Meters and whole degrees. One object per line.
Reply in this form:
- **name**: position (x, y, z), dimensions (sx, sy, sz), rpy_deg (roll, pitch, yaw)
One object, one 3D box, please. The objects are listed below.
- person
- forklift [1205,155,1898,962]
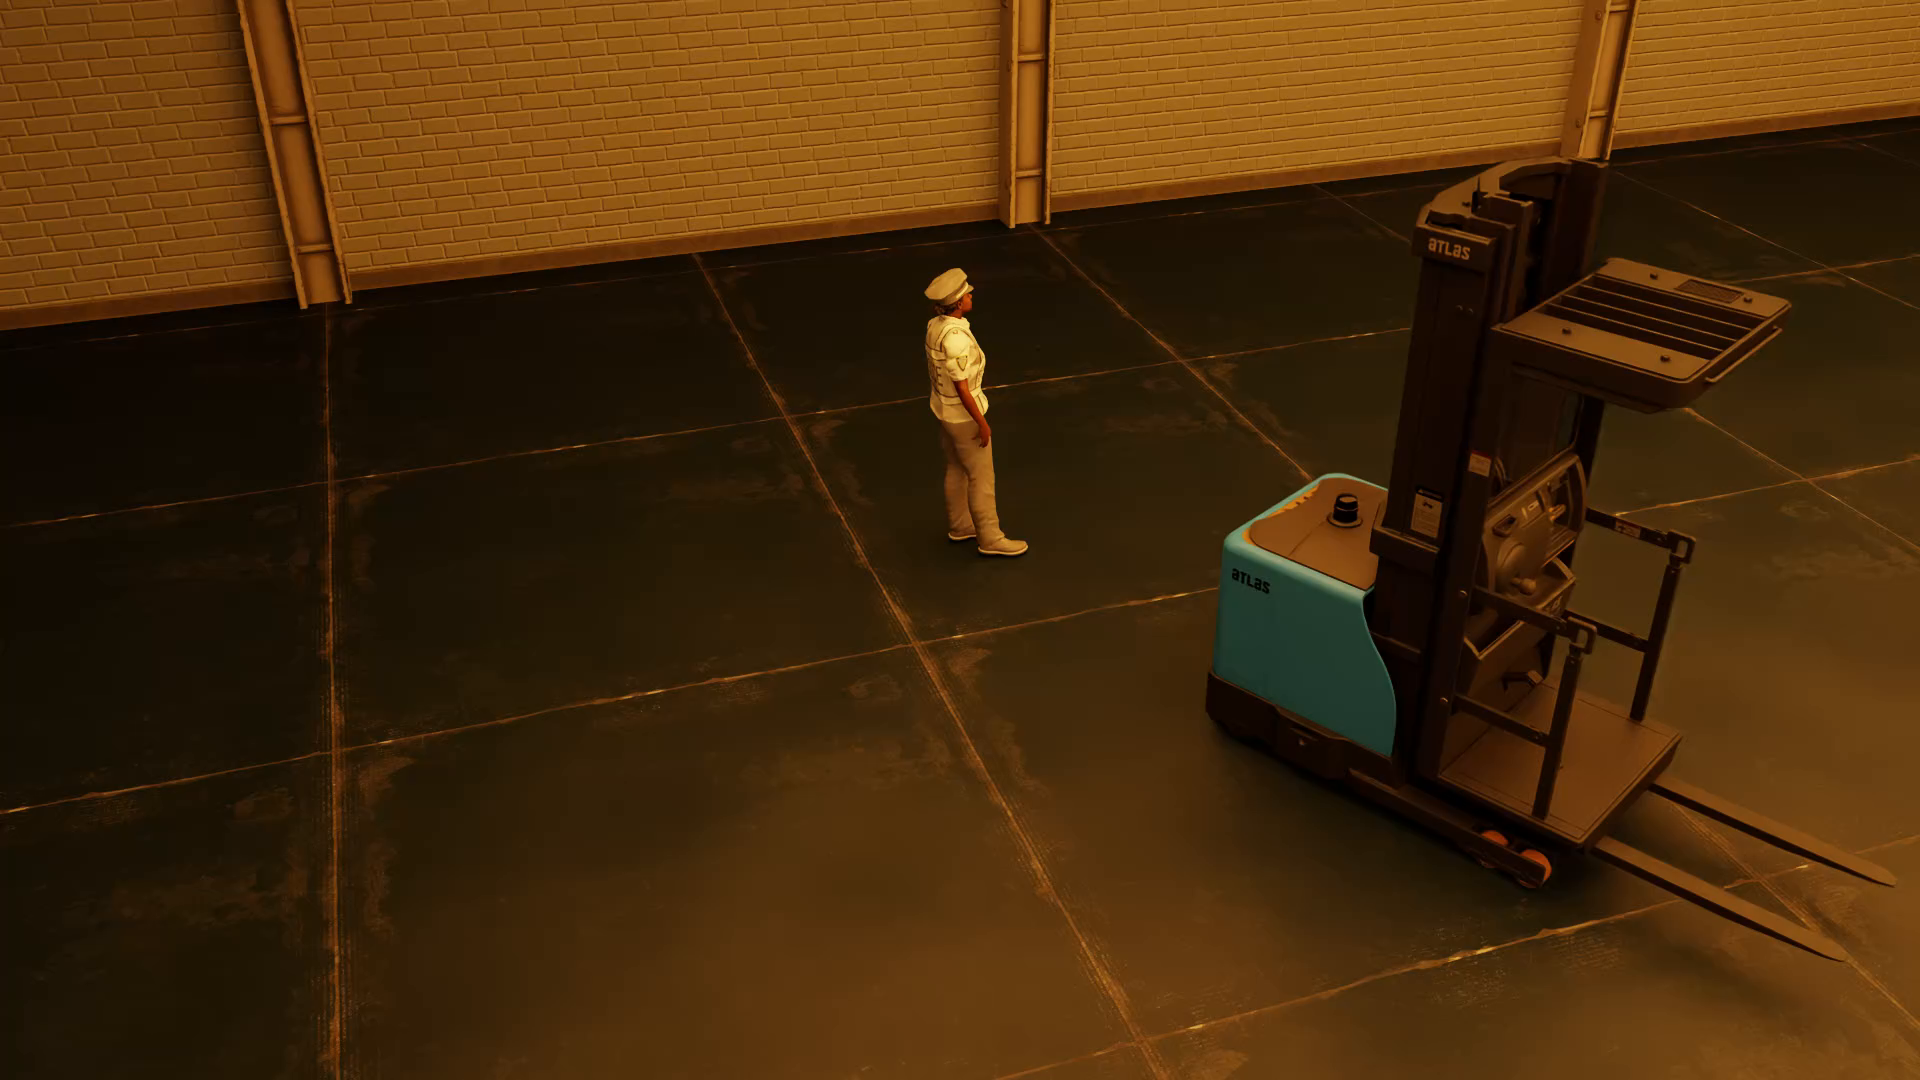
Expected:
- **person**: position (0.078, -0.744, 9.604), dimensions (0.528, 1.697, 0.570), rpy_deg (-10, 31, -16)
- **forklift**: position (2.659, -0.028, 7.136), dimensions (3.031, 2.935, 1.130), rpy_deg (25, 38, 36)
